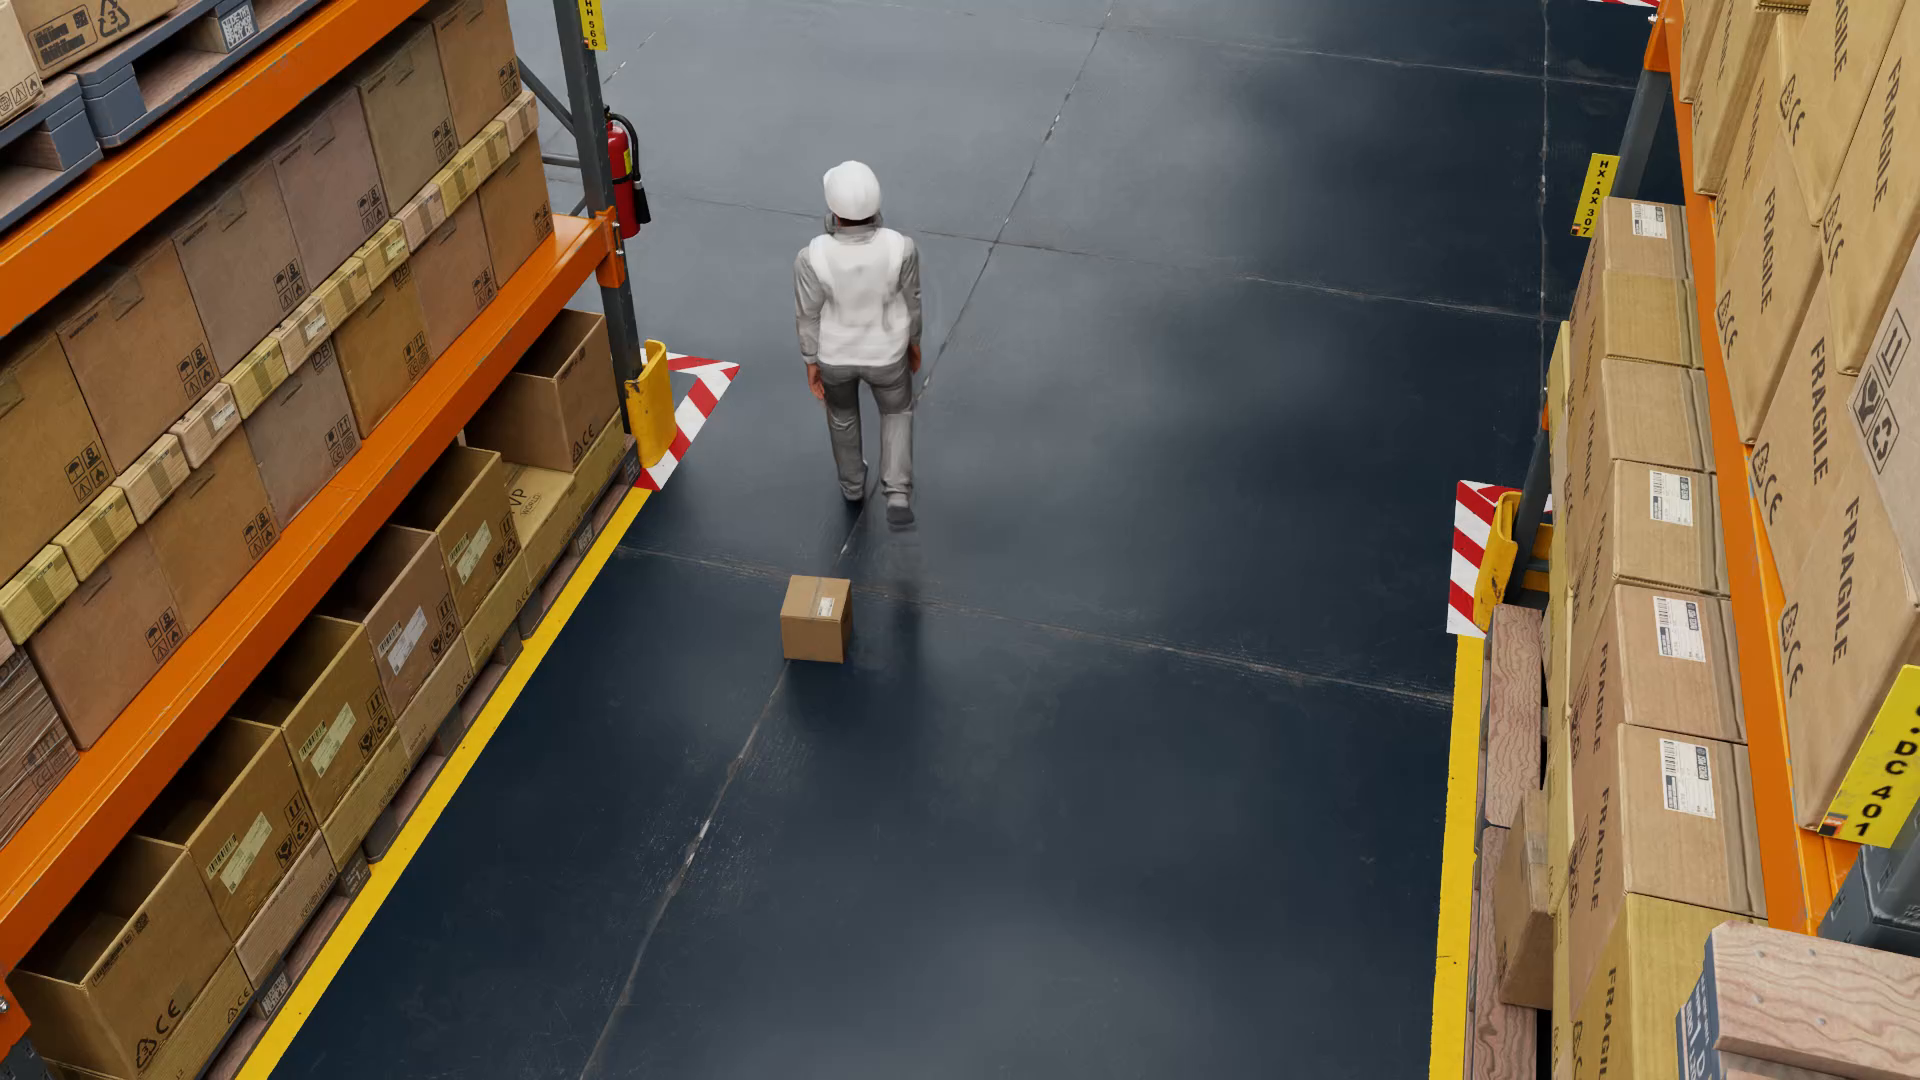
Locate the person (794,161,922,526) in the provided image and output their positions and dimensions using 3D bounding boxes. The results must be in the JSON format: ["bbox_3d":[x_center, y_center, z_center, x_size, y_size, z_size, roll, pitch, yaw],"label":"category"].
[{"bbox_3d":[-0.420,-0.804,7.047,0.531,1.749,0.715,-3,41,-4],"label":"person"}]
